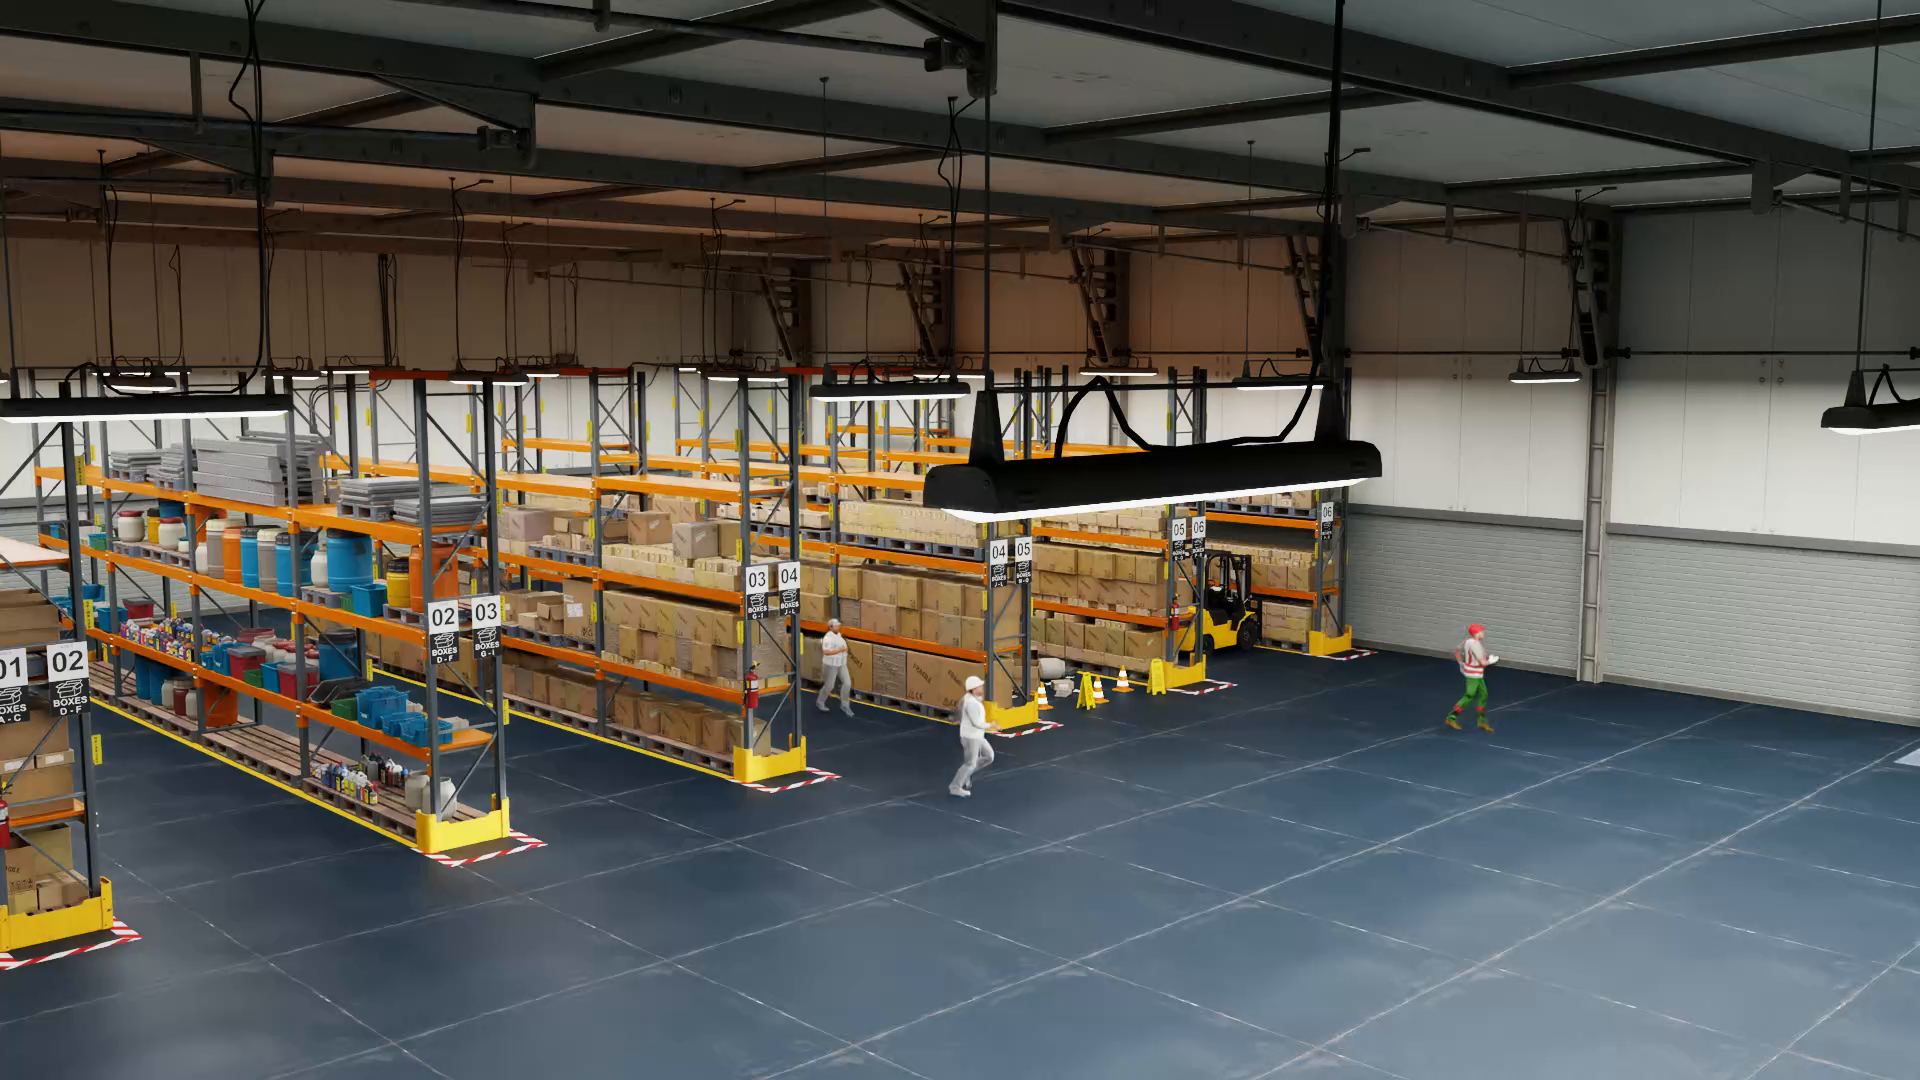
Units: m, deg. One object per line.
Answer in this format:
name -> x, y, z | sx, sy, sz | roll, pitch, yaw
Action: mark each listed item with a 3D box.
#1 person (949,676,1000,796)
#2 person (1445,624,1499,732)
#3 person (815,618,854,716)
person -> 0.211, 2.785, 23.774 | 0.740, 1.726, 0.681 | 0, 6, 3
person -> 8.523, 2.307, 27.691 | 0.837, 1.846, 0.662 | 1, 7, 8
person -> -2.207, 2.222, 29.089 | 0.735, 1.718, 0.588 | 5, 8, 37
